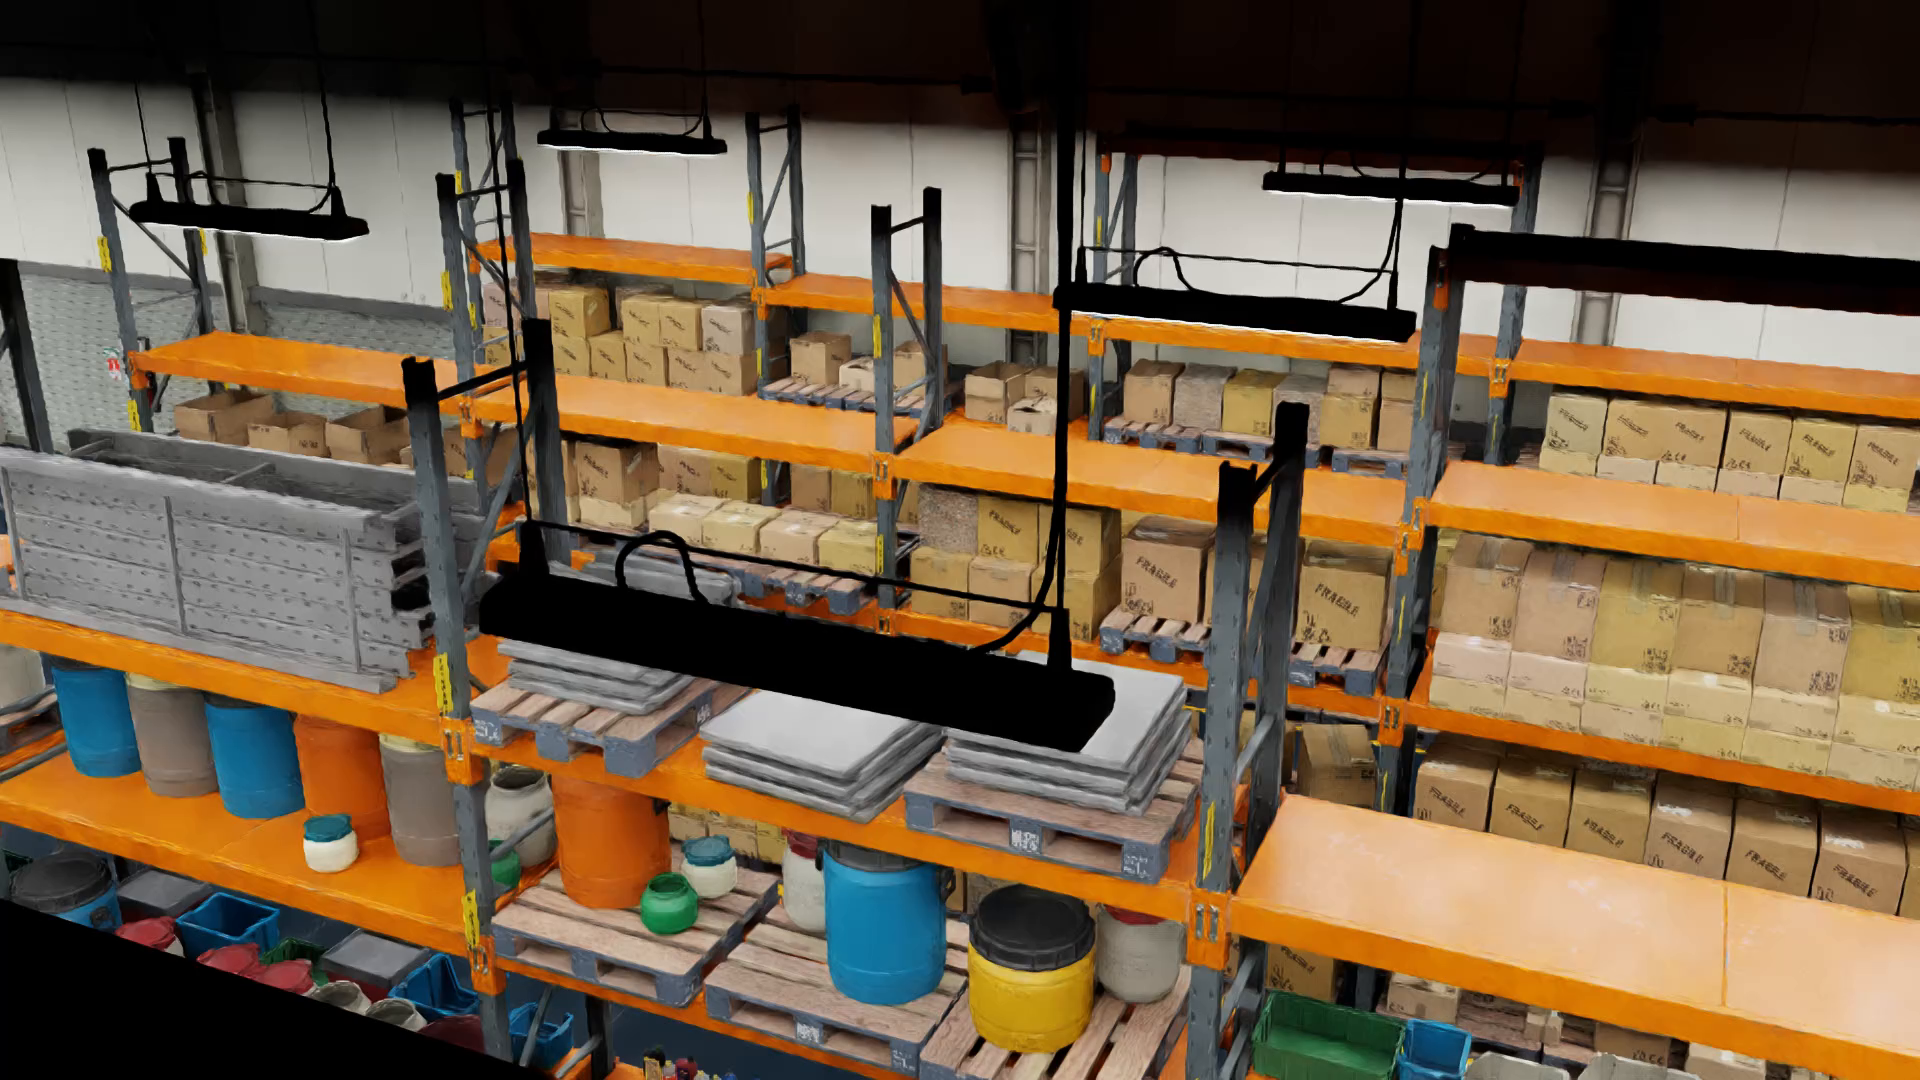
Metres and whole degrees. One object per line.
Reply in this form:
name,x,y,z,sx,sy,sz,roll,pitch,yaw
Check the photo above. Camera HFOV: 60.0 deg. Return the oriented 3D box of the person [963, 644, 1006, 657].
person,0.230,1.369,16.720,0.988,1.624,0.502,8,22,21
